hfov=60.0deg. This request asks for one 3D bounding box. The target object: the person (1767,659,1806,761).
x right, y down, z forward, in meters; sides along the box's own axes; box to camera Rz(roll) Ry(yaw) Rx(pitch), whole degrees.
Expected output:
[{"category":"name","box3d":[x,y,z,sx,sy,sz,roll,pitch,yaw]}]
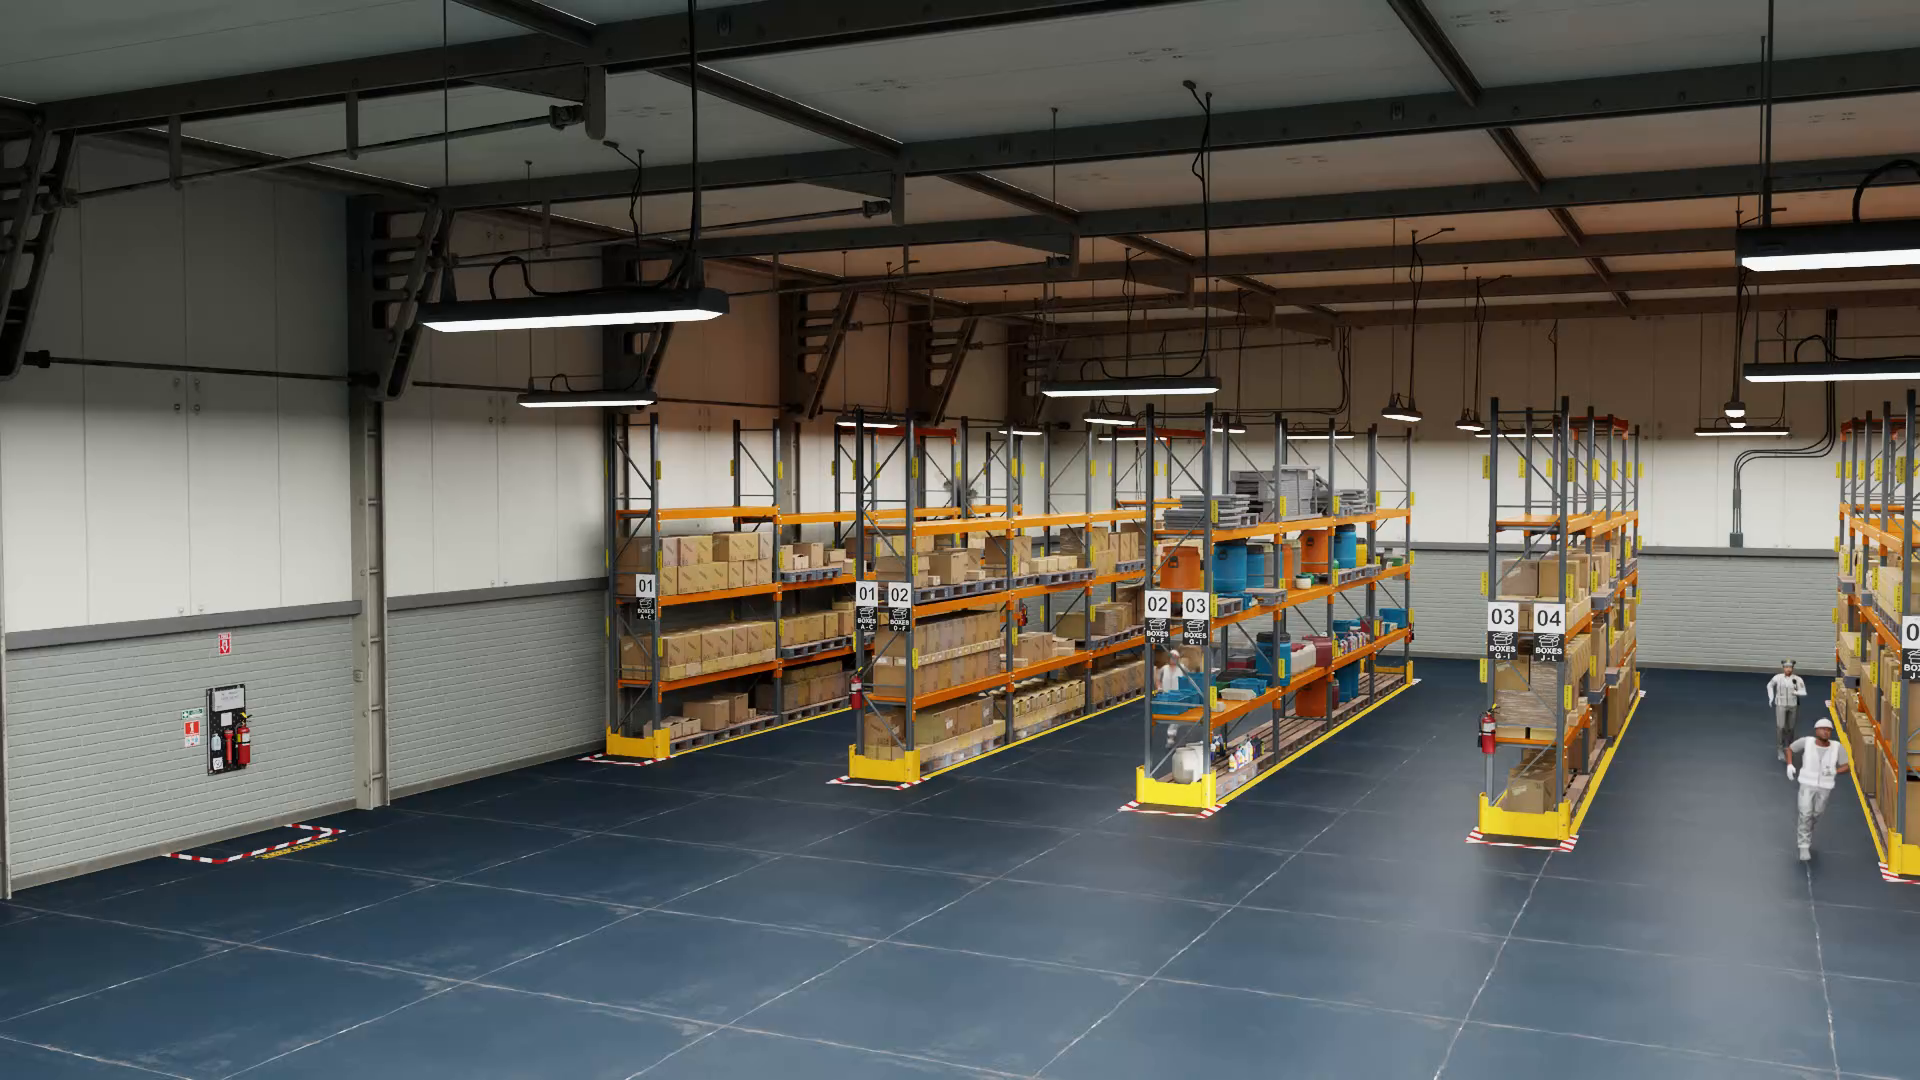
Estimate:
[{"category":"person","box3d":[14.384,2.929,28.923,0.587,1.741,0.774,1,3,21]}]

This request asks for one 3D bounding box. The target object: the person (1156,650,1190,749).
[{"category":"person","box3d":[3.861,2.865,30.004,0.655,1.762,0.832,1,3,19]}]

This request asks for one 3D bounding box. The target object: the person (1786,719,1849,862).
[{"category":"person","box3d":[11.140,3.199,21.590,0.715,1.783,0.977,1,2,16]}]
